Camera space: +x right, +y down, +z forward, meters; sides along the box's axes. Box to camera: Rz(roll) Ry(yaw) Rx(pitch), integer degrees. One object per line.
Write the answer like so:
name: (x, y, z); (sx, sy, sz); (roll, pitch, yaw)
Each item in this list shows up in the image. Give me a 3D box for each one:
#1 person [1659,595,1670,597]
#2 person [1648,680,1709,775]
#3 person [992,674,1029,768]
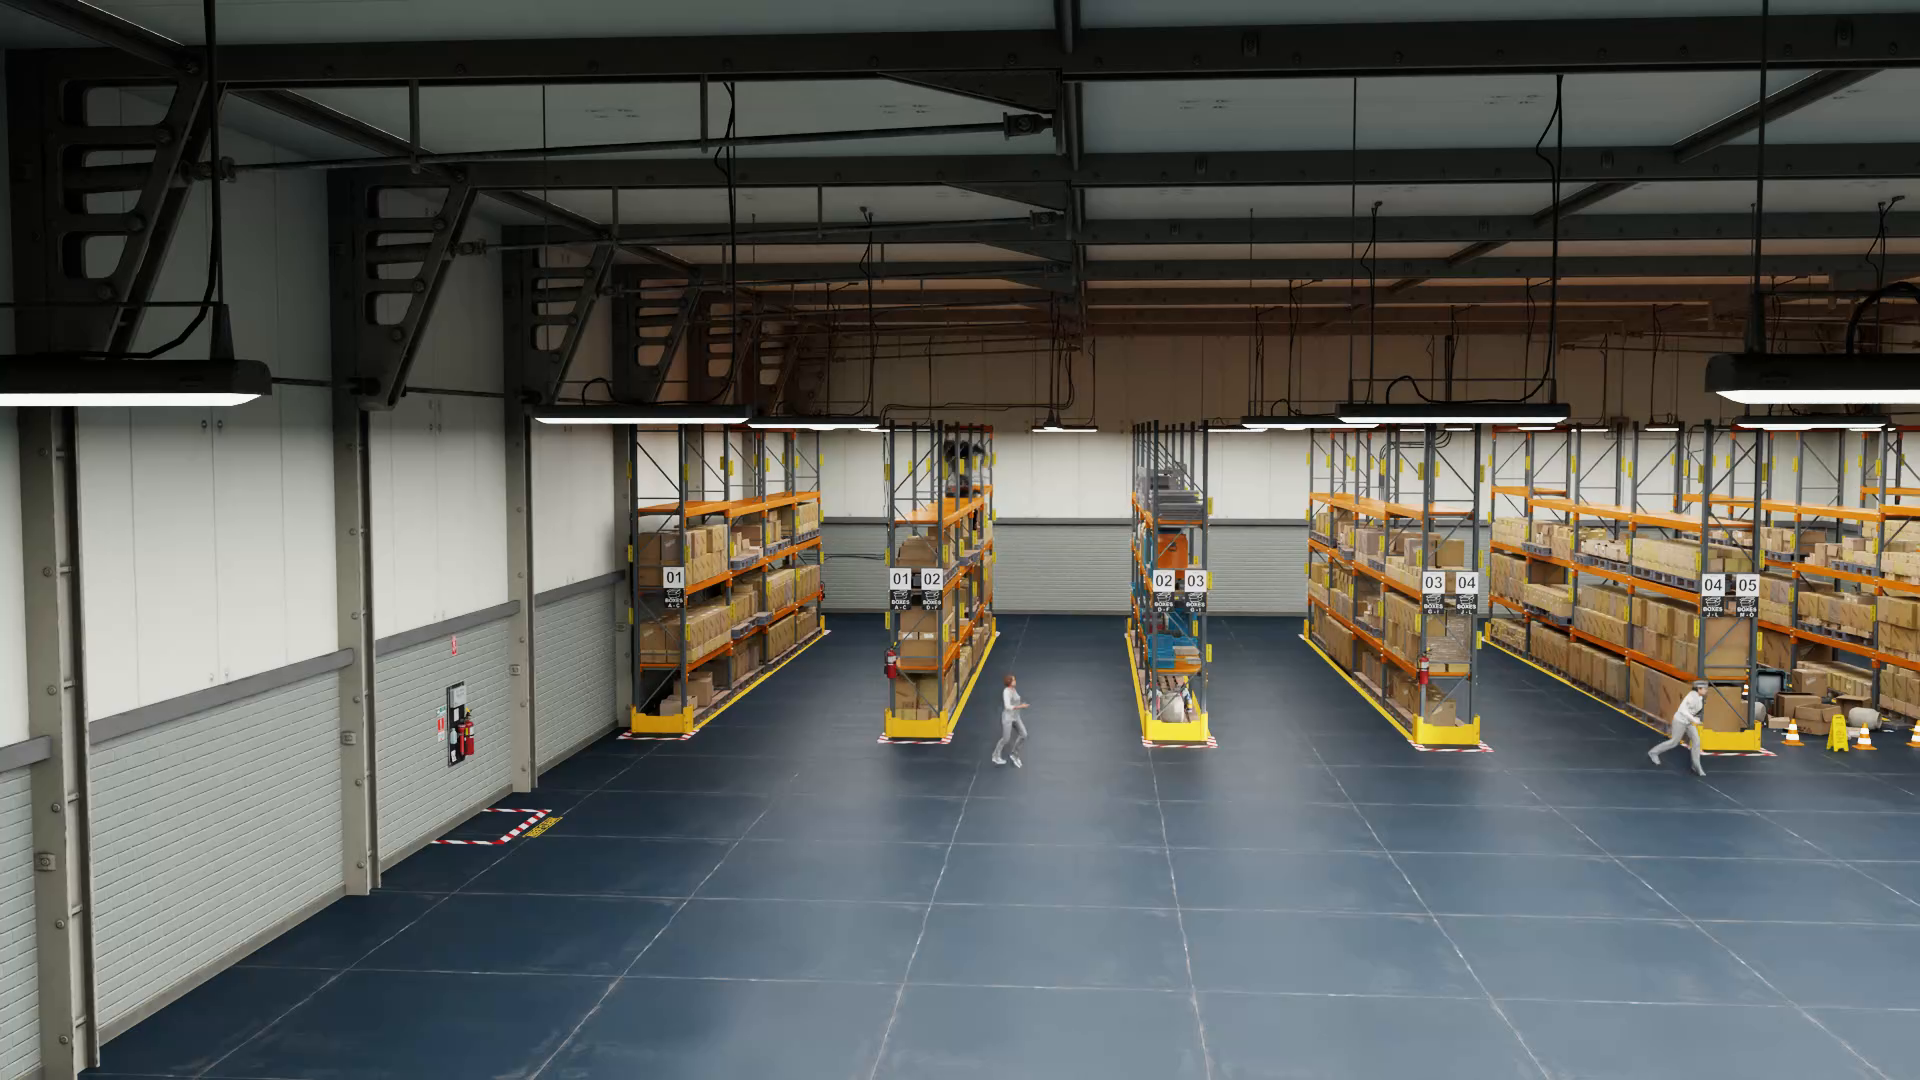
person: (20.315, 1.850, 47.366); (0.863, 1.771, 0.657); (0, 4, -7)
person: (12.235, 3.157, 28.303); (0.979, 1.624, 0.655); (3, 5, 40)
person: (0.879, 3.113, 28.602); (0.686, 1.626, 0.506); (2, 4, 30)
